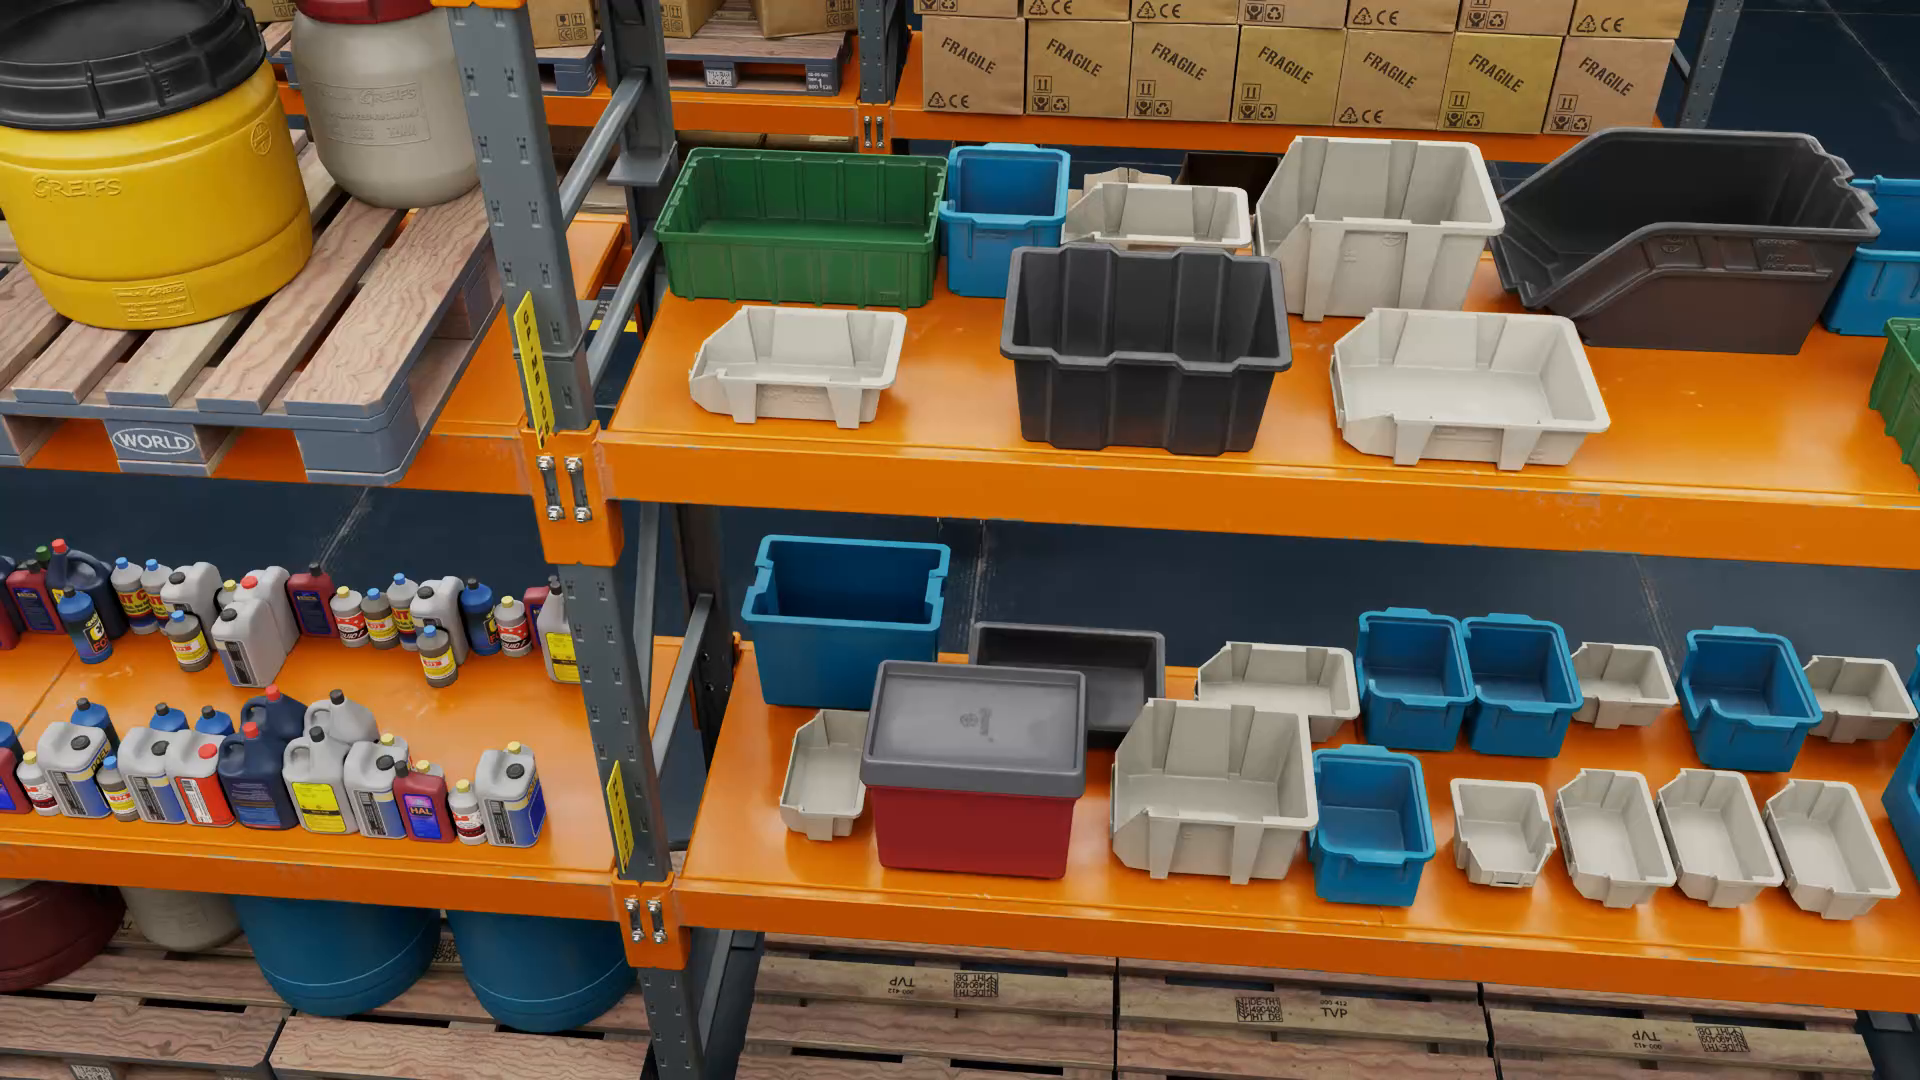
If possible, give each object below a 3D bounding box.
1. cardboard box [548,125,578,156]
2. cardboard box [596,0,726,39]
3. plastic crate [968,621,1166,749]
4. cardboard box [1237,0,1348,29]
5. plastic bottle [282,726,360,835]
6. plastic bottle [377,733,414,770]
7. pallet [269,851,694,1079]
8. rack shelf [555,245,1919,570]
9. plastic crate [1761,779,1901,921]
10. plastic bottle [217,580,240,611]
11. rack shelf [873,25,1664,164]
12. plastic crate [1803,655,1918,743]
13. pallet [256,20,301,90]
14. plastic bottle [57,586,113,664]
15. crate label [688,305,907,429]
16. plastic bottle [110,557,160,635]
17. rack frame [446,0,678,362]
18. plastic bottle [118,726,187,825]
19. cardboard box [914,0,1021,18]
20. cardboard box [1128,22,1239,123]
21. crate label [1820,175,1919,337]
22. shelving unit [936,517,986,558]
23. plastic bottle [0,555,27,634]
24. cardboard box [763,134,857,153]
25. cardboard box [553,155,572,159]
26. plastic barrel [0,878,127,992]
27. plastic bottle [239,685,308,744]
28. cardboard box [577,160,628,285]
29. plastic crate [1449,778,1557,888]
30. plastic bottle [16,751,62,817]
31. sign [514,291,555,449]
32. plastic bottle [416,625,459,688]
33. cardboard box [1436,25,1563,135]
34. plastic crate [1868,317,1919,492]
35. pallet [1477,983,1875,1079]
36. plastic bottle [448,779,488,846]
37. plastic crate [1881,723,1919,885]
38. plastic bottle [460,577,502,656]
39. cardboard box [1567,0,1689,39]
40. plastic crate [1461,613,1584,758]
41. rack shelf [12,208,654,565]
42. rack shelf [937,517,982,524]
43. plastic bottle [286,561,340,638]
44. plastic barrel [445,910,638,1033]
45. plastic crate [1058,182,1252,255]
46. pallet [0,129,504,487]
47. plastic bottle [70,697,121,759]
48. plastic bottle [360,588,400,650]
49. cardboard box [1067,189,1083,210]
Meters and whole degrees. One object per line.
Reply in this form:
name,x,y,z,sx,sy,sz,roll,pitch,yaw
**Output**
cardboard box,-2.349,-2.392,9.351,0.500,0.250,0.500,2,39,3
cardboard box,-1.535,-3.005,8.654,0.500,0.500,0.700,9,40,11
plastic crate,0.315,0.451,4.990,0.590,0.125,0.437,3,39,4
cardboard box,1.594,-2.780,7.917,0.500,0.500,0.500,4,39,5
plastic bottle,-1.767,0.651,4.614,0.185,0.351,0.144,3,39,4
plastic bottle,-1.615,0.635,4.751,0.097,0.201,0.097,0,39,0
pallet,-1.588,1.489,5.753,1.213,0.211,1.003,3,39,4
rack shelf,1.169,-0.300,3.936,4.000,0.370,1.077,3,39,4
plastic crate,2.334,0.842,4.501,0.243,0.136,0.396,3,39,4
plastic bottle,-2.287,0.214,5.268,0.097,0.201,0.097,0,39,0
rack shelf,1.600,-2.251,8.710,4.000,0.370,1.077,3,39,4
plastic crate,2.632,0.483,4.942,0.298,0.136,0.250,3,39,4
pallet,-3.696,-2.790,8.953,1.003,0.211,1.213,3,39,4
plastic bottle,-2.725,0.254,5.163,0.097,0.271,0.097,0,39,0
crate label,-0.361,-0.377,3.670,0.466,0.136,0.293,3,39,4
plastic bottle,-2.615,0.169,5.268,0.097,0.271,0.097,0,39,0
rack frame,-0.823,-1.851,2.895,0.127,3.000,1.000,3,39,4
plastic bottle,-2.244,0.651,4.672,0.135,0.276,0.152,3,39,4
cardboard box,0.053,-2.863,8.020,0.500,0.500,0.500,4,39,5
cardboard box,1.101,-2.424,8.273,0.500,0.500,0.500,3,39,4
crate label,2.271,-0.665,3.933,0.502,0.251,0.408,3,39,4
shelving unit,0.008,-0.349,7.465,0.210,0.900,0.258,3,39,4
plastic bottle,-3.075,0.128,5.256,0.185,0.351,0.144,3,39,4
cardboard box,-0.853,-2.020,9.487,0.500,0.500,0.500,1,39,2
cardboard box,-2.386,-2.102,9.588,0.500,0.500,0.500,2,39,2
plastic barrel,-3.194,1.108,5.590,0.708,0.588,0.600,3,39,4
plastic bottle,-1.939,0.550,4.737,0.185,0.351,0.144,3,39,4
cardboard box,-1.900,-1.747,9.152,0.500,0.500,0.500,4,39,4
plastic crate,1.470,0.813,4.536,0.250,0.136,0.298,3,39,4
plastic bottle,-2.593,0.678,4.698,0.097,0.201,0.097,0,39,0
sign,-0.873,-0.345,3.415,0.005,0.325,0.100,3,39,4
plastic bottle,-1.608,0.348,5.104,0.097,0.201,0.097,0,39,0
cardboard box,2.606,-2.339,8.169,0.500,0.500,0.500,3,39,4
plastic crate,2.155,-0.262,3.487,0.336,0.188,0.450,3,39,4
pallet,2.344,1.706,5.487,1.213,0.211,1.003,3,39,4
plastic bottle,-1.362,0.746,4.615,0.097,0.201,0.097,0,39,0
plastic crate,2.812,0.756,4.370,0.499,0.435,0.616,3,39,4
plastic bottle,-1.498,0.230,5.193,0.097,0.271,0.097,0,39,0
cardboard box,3.126,-2.699,7.819,0.500,0.500,0.500,3,39,3
plastic crate,1.633,0.443,4.915,0.300,0.233,0.416,3,39,4
rack shelf,-2.816,-0.517,4.203,4.000,0.370,1.077,3,39,4
rack shelf,0.008,-0.183,7.600,0.200,0.077,0.258,3,39,4
plastic bottle,-2.037,0.184,5.240,0.133,0.283,0.061,3,39,4
plastic barrel,-1.364,1.086,5.369,0.708,0.901,0.600,3,39,4
plastic crate,0.477,-0.755,4.135,0.466,0.136,0.293,3,39,4
pallet,-1.613,-0.596,3.879,1.003,0.211,1.213,3,39,4
plastic bottle,-2.483,0.561,4.787,0.097,0.271,0.097,0,39,0
plastic bottle,-1.826,0.239,5.237,0.097,0.201,0.097,0,39,0
cardboard box,0.579,-1.869,9.580,0.250,0.149,0.380,3,39,4
